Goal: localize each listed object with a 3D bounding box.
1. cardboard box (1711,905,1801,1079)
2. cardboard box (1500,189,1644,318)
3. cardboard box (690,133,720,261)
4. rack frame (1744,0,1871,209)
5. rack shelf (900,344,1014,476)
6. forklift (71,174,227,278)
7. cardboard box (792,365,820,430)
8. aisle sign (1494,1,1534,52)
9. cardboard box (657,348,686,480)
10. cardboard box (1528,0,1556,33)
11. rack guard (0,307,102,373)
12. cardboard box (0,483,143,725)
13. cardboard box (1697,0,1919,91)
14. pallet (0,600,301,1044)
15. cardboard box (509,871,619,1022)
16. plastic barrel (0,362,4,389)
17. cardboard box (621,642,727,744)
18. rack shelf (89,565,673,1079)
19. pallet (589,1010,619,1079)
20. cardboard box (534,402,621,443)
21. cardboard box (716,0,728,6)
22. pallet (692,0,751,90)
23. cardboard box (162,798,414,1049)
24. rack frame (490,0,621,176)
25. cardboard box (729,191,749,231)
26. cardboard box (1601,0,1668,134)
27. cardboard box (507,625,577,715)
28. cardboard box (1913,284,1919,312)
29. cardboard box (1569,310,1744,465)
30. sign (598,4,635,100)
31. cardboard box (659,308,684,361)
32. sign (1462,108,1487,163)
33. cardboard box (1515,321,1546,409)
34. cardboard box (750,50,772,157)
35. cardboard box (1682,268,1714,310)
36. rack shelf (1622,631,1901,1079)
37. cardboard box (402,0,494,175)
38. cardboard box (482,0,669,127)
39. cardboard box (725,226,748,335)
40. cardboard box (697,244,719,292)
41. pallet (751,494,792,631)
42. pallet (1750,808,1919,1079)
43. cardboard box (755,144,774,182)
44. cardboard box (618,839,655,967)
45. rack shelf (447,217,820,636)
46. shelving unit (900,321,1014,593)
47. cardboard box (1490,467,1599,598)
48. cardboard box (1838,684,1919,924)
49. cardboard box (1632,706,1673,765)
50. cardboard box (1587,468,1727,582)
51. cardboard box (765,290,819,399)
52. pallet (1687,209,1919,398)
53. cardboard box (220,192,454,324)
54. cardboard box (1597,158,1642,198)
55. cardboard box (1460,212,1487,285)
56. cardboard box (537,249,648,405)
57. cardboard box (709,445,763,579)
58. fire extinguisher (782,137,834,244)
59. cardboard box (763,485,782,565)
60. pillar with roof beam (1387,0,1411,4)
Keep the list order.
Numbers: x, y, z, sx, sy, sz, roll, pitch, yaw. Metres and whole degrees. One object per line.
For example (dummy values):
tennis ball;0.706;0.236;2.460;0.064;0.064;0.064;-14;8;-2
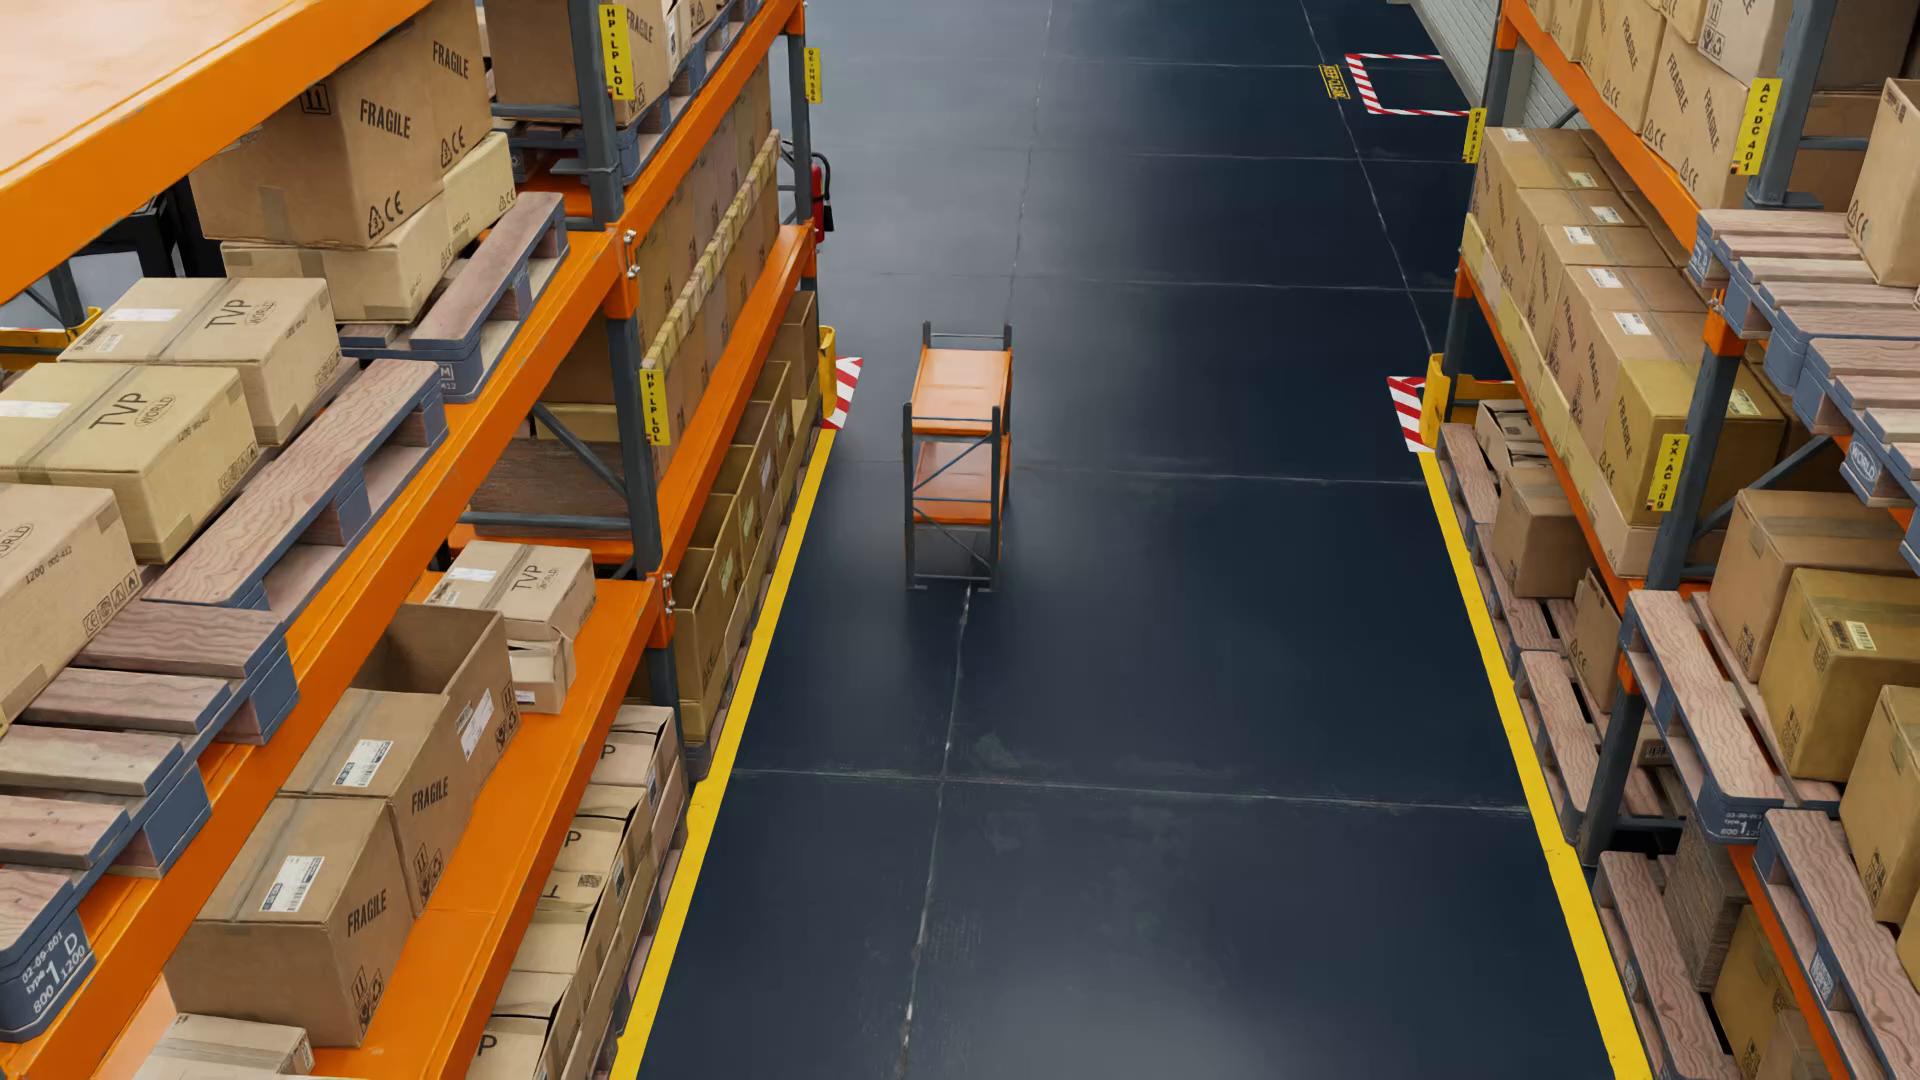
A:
cardboard box;3.169;1.671;5.923;0.700;0.500;0.500;2;32;3
cardboard box;3.093;-1.455;8.441;0.500;0.500;0.500;1;32;2
cardboard box;-1.581;-1.688;8.078;0.700;0.500;0.500;2;32;4
rack frame;3.205;-2.418;4.876;1.000;3.000;0.127;2;32;4
rack shelf;-0.001;-0.725;9.076;0.538;0.278;1.000;2;32;4
forklift;-3.832;-0.741;7.939;3.031;2.935;1.130;-8;32;-12
cardboard box;-1.156;-0.880;10.320;0.500;0.250;0.500;2;32;4
aisle sign;3.237;-3.113;9.244;0.394;0.787;0.004;2;32;4
cardboard box;-1.667;-0.624;7.589;0.700;0.500;0.500;2;32;3
cardboard box;3.175;-2.840;8.306;0.500;0.500;0.500;4;32;7
rack guard;-6.303;-1.273;11.119;1.175;0.500;0.348;2;32;4
cardboard box;-2.053;0.112;3.374;0.500;0.250;0.500;3;32;5
cardboard box;2.975;-1.891;5.813;0.500;0.500;0.500;0;32;0
pallet;-2.092;0.463;3.241;1.213;0.211;1.003;4;32;6
cardboard box;-1.559;1.437;6.026;0.500;0.311;0.500;2;32;4
plastic barrel;-6.321;-1.151;10.510;0.421;0.512;0.421;0;32;0
cardboard box;-1.393;0.689;7.774;0.500;0.250;0.500;2;32;4
rack shelf;-1.896;1.279;5.282;1.077;0.370;4.000;2;32;4
pallet;-1.851;2.140;5.856;1.003;0.211;1.213;2;32;4
cardboard box;-1.518;-0.524;6.809;0.380;0.149;0.250;2;32;4
cardboard box;-1.283;-2.738;7.807;0.500;0.311;0.500;6;32;10
pallet;-1.587;-2.396;7.785;1.003;0.211;1.213;2;32;4
cardboard box;-1.938;1.097;4.795;0.500;0.500;0.500;1;32;1
rack frame;-1.733;-2.627;5.216;1.000;3.000;0.127;2;32;4
cardboard box;-1.333;-1.736;8.775;0.380;0.149;0.250;3;32;6
cardboard box;3.061;-2.022;6.978;0.500;0.500;0.500;1;32;2
cardboard box;-1.621;0.451;6.067;0.396;0.266;0.258;2;32;3
cardboard box;3.030;-0.677;4.596;0.500;0.311;0.500;3;32;6
cardboard box;2.970;-0.649;7.134;0.500;0.500;0.500;2;32;4
sign;-1.191;-1.686;5.756;0.100;0.325;0.005;2;32;4
cardboard box;-1.458;-0.928;7.463;0.380;0.149;0.250;2;32;4
sign;2.989;-2.347;9.655;0.100;0.325;0.005;2;32;4
cardboard box;3.055;-0.856;8.184;0.500;0.250;0.500;3;32;4
cardboard box;-1.462;-2.489;9.378;0.700;0.500;0.500;3;32;4
cardboard box;3.543;-0.895;7.533;0.500;0.500;0.500;3;32;5
rack shelf;3.042;1.488;4.942;1.077;0.370;4.000;2;32;4
cardboard box;-1.822;-1.464;5.215;0.500;0.500;0.500;3;32;5
cardboard box;-1.429;-1.884;6.239;0.500;0.500;0.500;5;32;8
cardboard box;-1.542;-1.430;8.896;0.700;0.500;0.500;3;32;4
cardboard box;-1.395;-1.335;8.123;0.380;0.149;0.250;2;32;4
pallet;-1.530;0.060;9.232;1.003;0.211;1.213;2;32;4
pallet;2.999;1.273;4.789;1.003;0.211;1.213;2;32;4
cardboard box;-1.268;-2.139;9.428;0.380;0.149;0.250;3;32;5
cardboard box;-1.521;1.412;6.601;0.500;0.250;0.500;2;32;3
rack shelf;-1.570;-0.813;8.676;1.077;0.370;4.000;2;32;4
shelving unit;-0.001;-0.475;9.229;0.538;1.125;1.048;2;32;4
cardboard box;3.228;-0.041;8.701;0.700;0.500;0.500;1;32;1
cardboard box;3.054;0.809;4.845;0.700;0.500;0.500;7;32;11
cardboard box;3.218;0.874;7.534;0.380;0.166;0.250;-2;32;-2
cardboard box;2.941;-0.069;6.907;0.500;0.250;0.500;3;32;4
cardboard box;-1.154;-1.199;10.123;0.500;0.500;0.500;2;32;4
pallet;3.048;-0.743;5.196;1.213;0.211;1.003;2;32;4
cardboard box;-1.835;-0.856;4.944;0.500;0.250;0.500;0;32;-1
cardboard box;3.653;-1.701;8.840;0.500;0.500;0.500;3;32;5
cardboard box;3.174;-1.658;9.486;0.500;0.250;0.500;2;32;3
cardboard box;-1.703;-0.901;6.801;0.700;0.500;0.500;3;32;4
cardboard box;-1.302;-0.153;8.425;0.500;0.500;0.500;2;32;4
fire extinguisher;-0.935;-2.174;10.273;0.296;0.674;0.183;2;32;4
cardboard box;-1.267;-0.095;9.047;0.500;0.250;0.500;2;32;4
pillar with roof beam;1.022;-10.565;18.097;9.100;9.000;0.400;2;32;4
